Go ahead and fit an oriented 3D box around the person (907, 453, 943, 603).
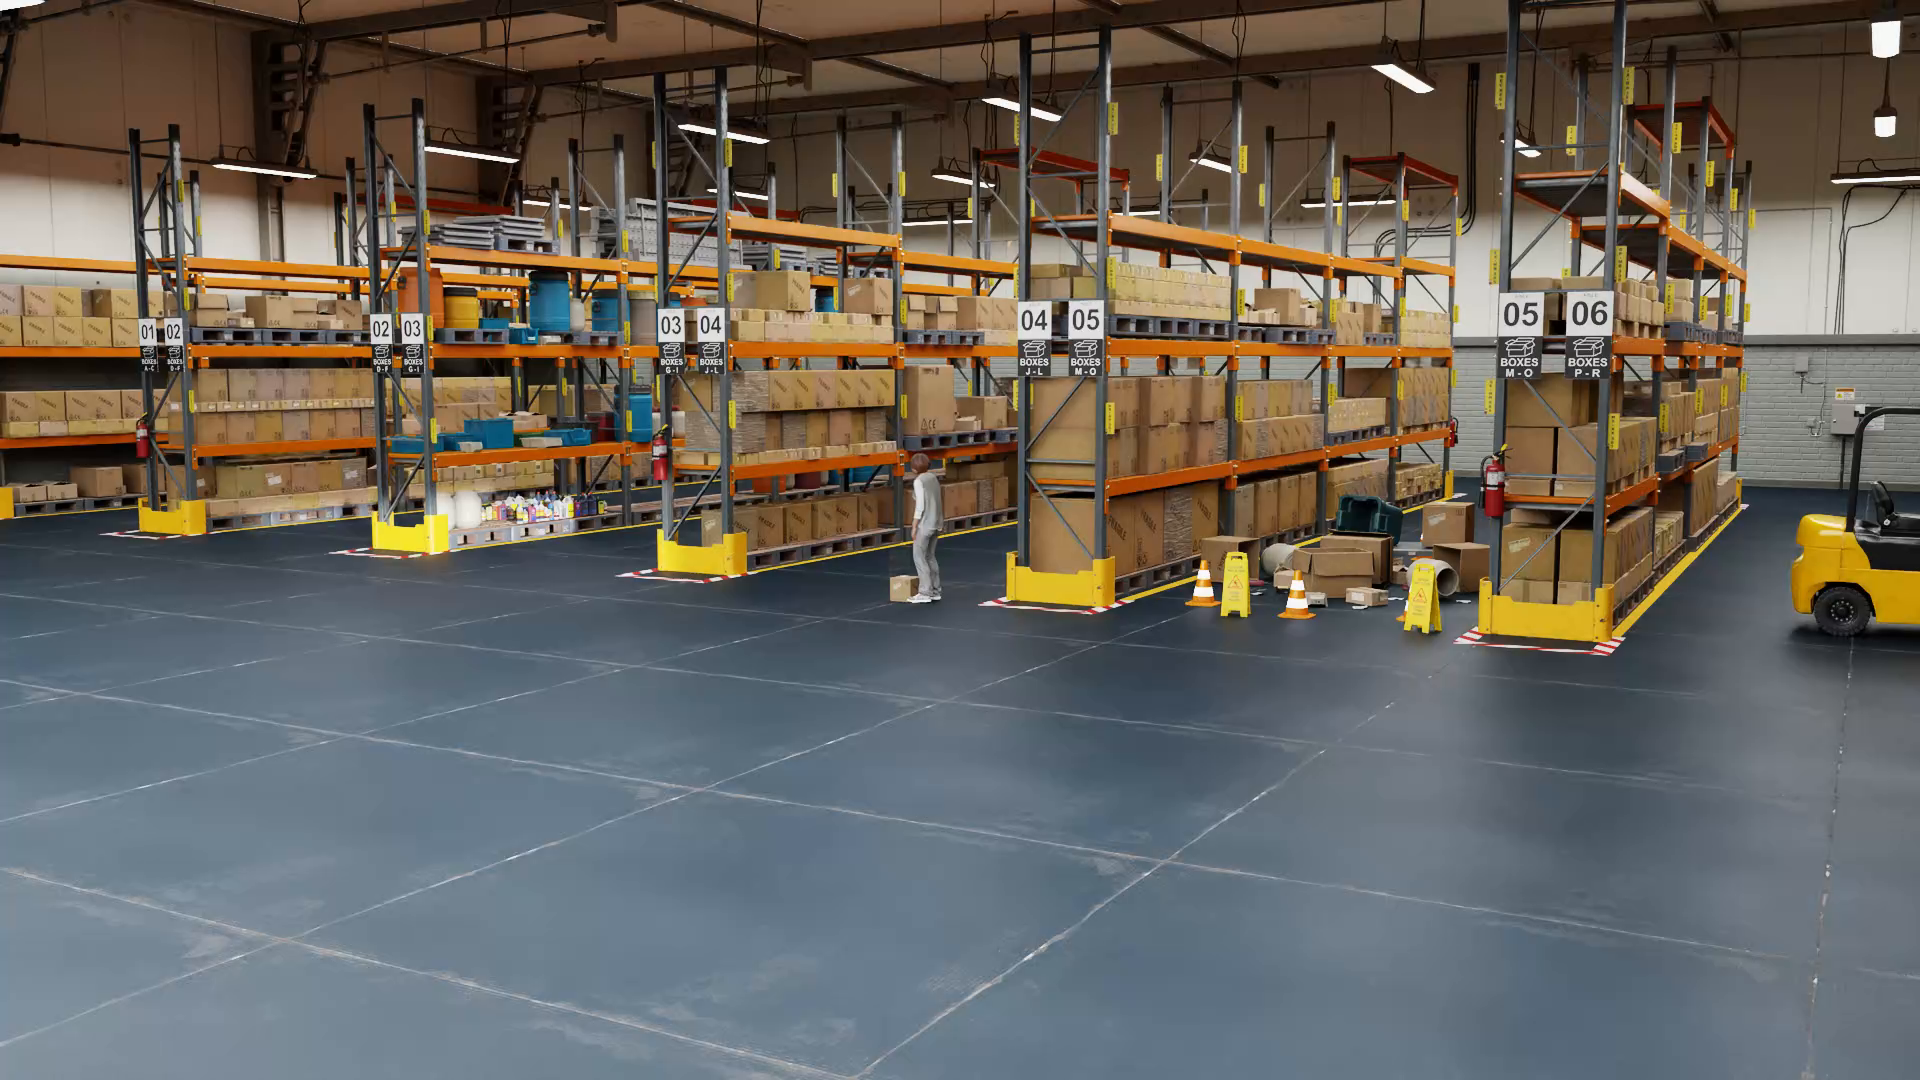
[{"bbox_3d":[-0.364,-0.130,17.775,0.346,1.593,0.460,3,7,29],"label":"person"}]
